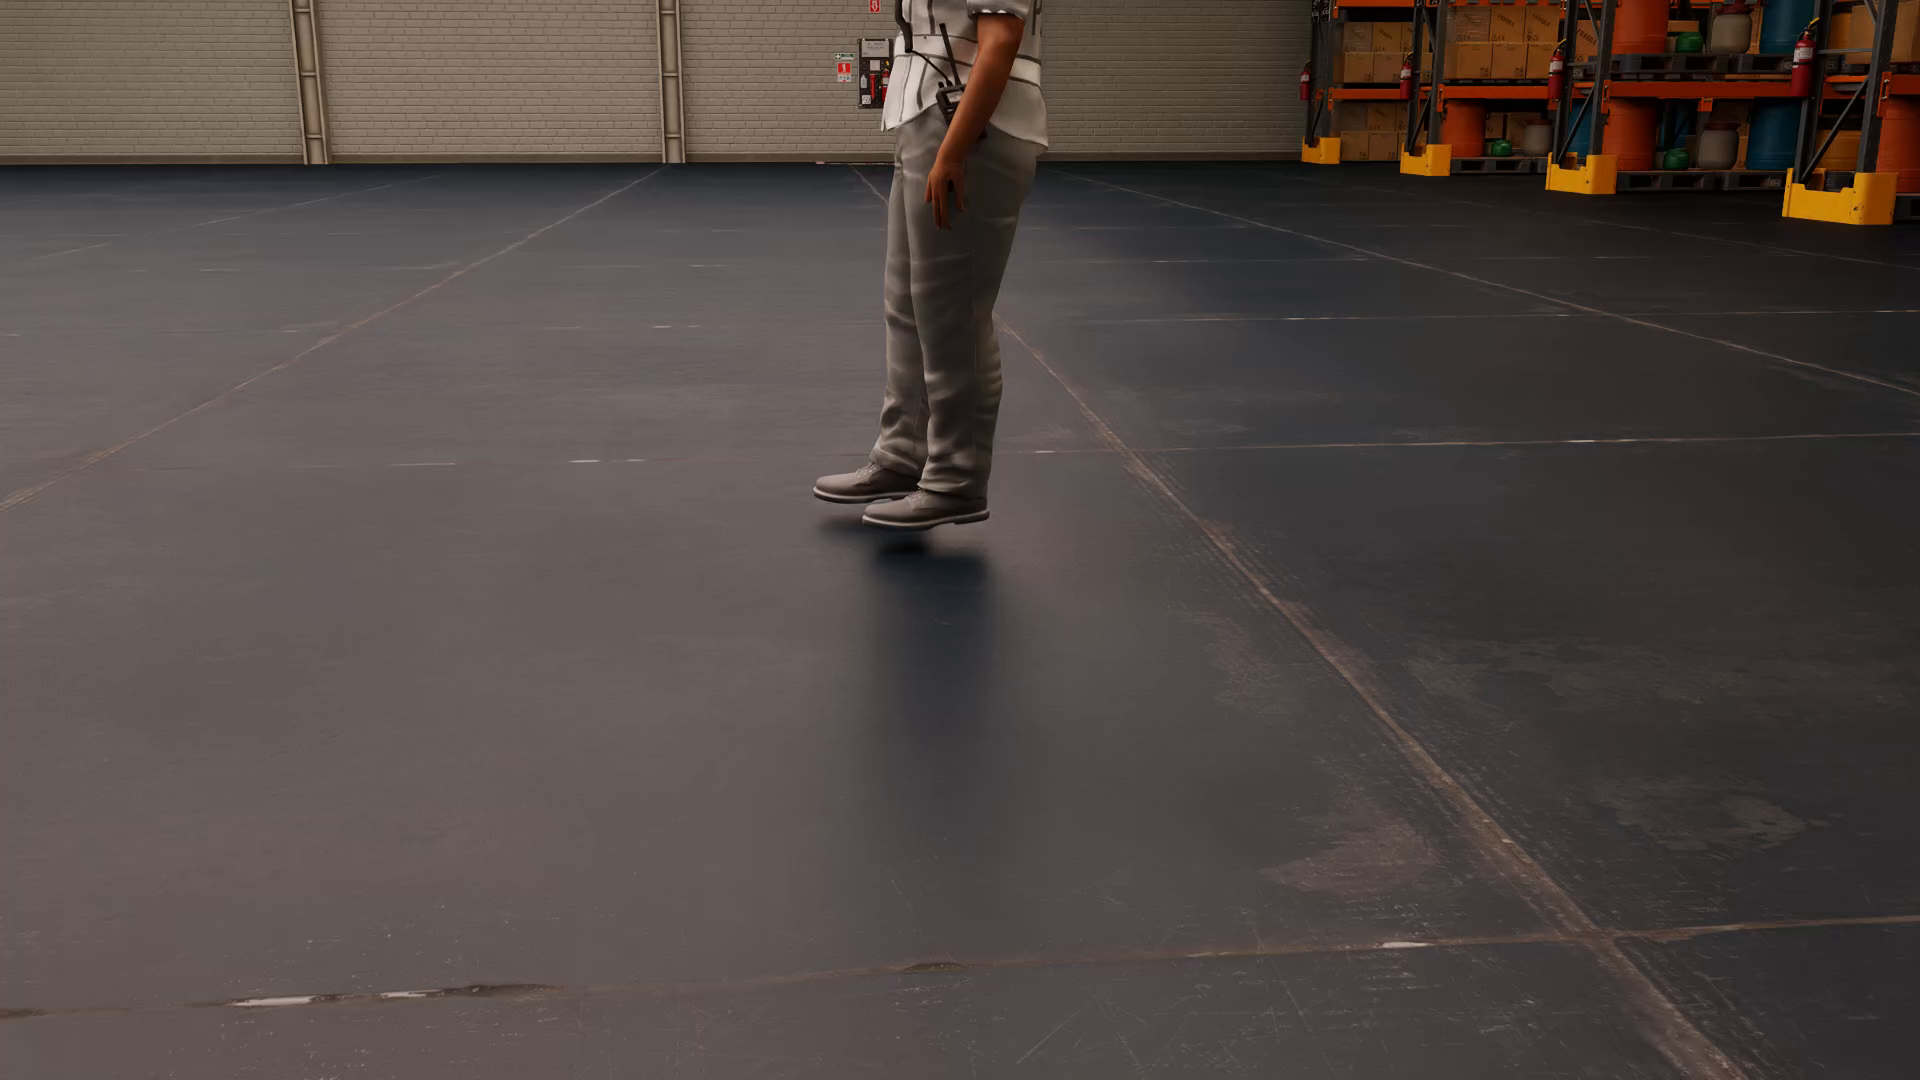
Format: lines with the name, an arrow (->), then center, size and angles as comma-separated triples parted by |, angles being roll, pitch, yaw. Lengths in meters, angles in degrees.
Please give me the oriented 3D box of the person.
person -> -0.078, -0.856, 3.726 | 0.529, 1.670, 0.597 | -1, 15, -5
